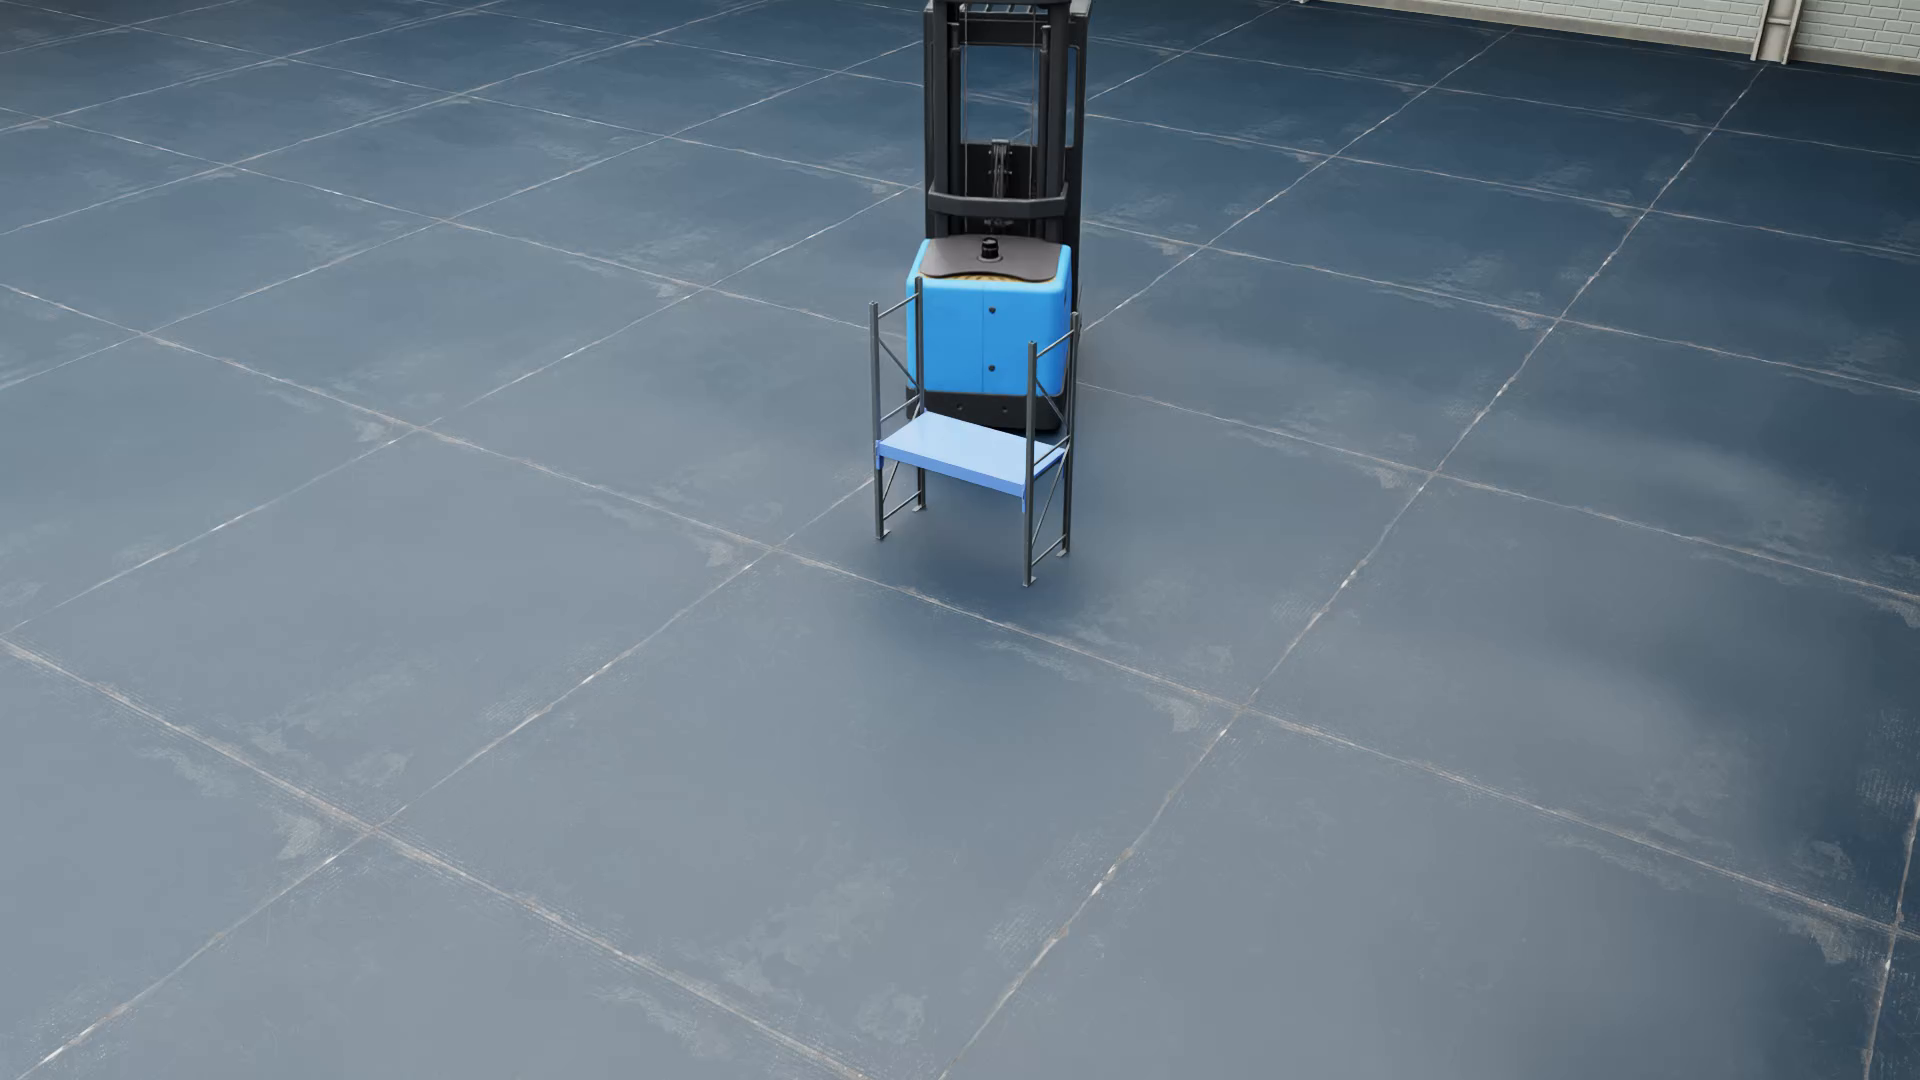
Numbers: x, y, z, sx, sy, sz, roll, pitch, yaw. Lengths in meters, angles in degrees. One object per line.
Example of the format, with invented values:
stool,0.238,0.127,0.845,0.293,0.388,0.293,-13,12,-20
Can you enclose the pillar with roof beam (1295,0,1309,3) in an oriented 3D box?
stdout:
pillar with roof beam,2.215,-9.342,17.006,0.400,9.000,9.100,18,35,27

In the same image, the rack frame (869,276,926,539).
rack frame,-0.358,-0.761,9.739,0.032,1.500,0.500,18,35,27

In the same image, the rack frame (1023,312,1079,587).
rack frame,0.503,-0.489,9.272,0.032,1.500,0.500,18,35,27

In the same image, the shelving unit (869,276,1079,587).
shelving unit,0.072,-0.625,9.505,1.048,1.500,0.538,18,35,27

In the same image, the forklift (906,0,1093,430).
forklift,0.330,-2.716,11.670,1.130,2.935,3.031,3,30,6

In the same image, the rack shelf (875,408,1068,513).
rack shelf,0.072,-0.470,9.596,1.000,0.185,0.538,18,35,27

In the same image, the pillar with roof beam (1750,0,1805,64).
pillar with roof beam,7.297,-7.735,14.250,0.400,9.000,9.100,18,35,27
